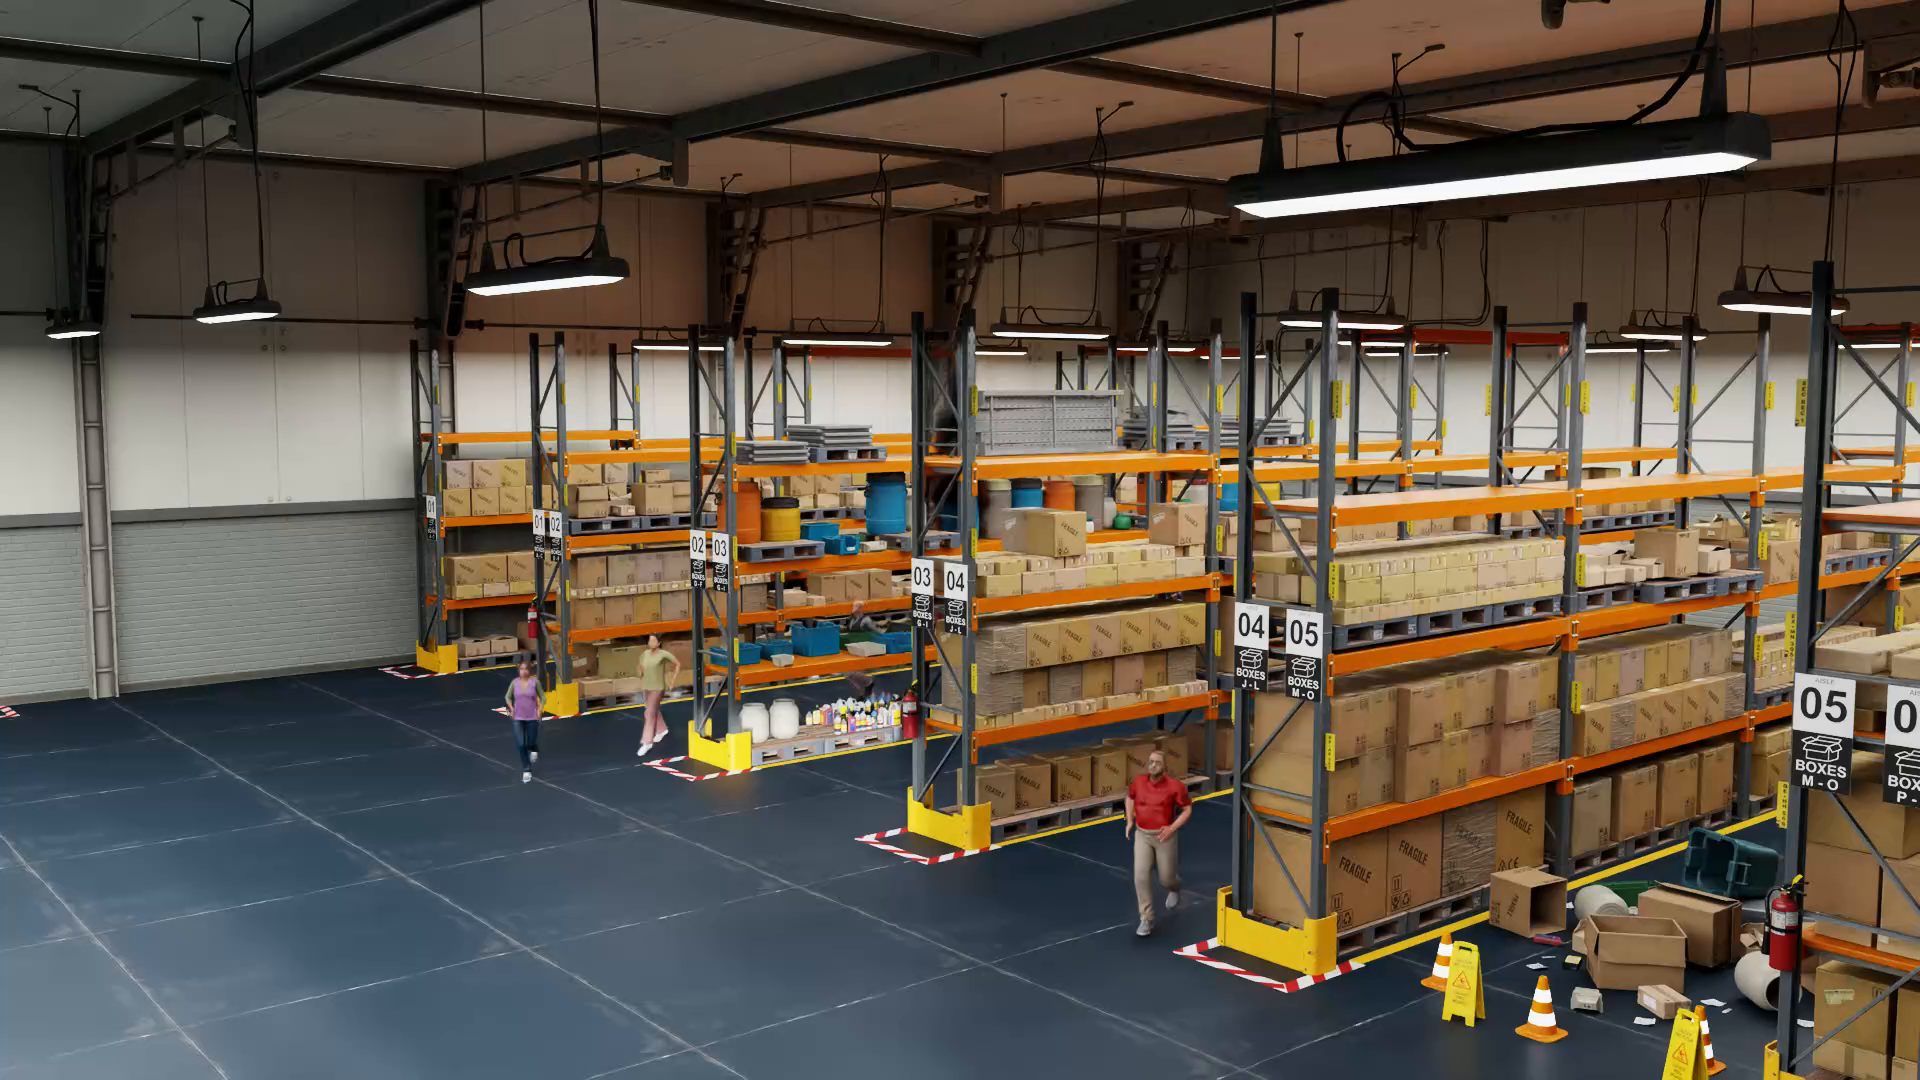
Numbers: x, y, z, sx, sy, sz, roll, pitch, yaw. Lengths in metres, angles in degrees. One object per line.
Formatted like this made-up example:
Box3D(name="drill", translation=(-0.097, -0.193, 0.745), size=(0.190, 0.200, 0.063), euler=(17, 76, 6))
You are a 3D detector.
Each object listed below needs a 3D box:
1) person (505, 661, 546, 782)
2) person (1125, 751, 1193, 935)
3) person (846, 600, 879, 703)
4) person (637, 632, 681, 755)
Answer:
Box3D(name="person", translation=(-5.743, 2.367, 21.985), size=(0.541, 1.573, 0.650), euler=(-1, 5, -8))
Box3D(name="person", translation=(1.881, 2.845, 15.885), size=(0.696, 1.695, 0.862), euler=(2, 6, 23))
Box3D(name="person", translation=(-1.697, 1.822, 27.108), size=(0.569, 1.680, 0.653), euler=(-5, 7, -40))
Box3D(name="person", translation=(-4.310, 2.144, 23.607), size=(0.609, 1.711, 0.840), euler=(3, 6, 28))
